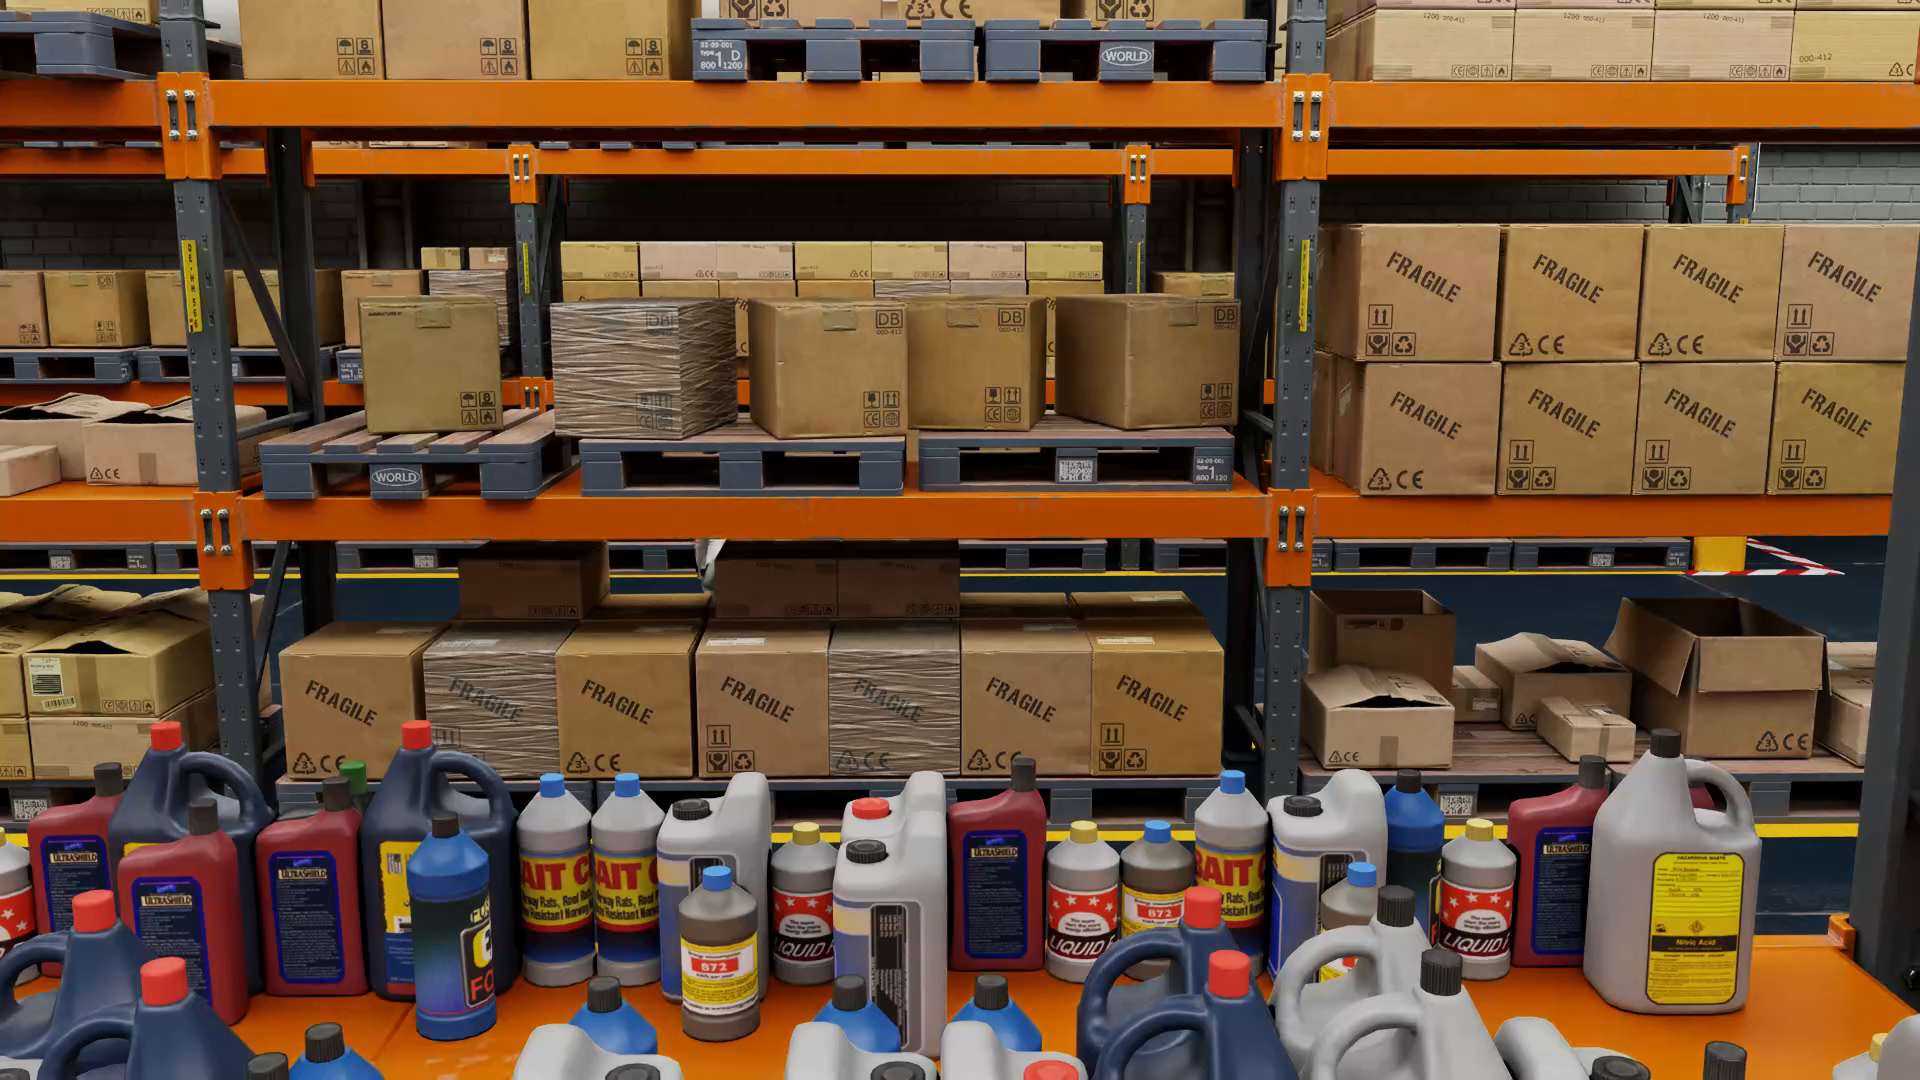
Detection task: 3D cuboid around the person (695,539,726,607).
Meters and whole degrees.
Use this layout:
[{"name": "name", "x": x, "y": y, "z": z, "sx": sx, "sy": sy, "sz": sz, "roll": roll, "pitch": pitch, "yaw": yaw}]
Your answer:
[{"name": "person", "x": -1.227, "y": 0.124, "z": 9.140, "sx": 0.489, "sy": 0.981, "sz": 0.845, "roll": 0, "pitch": 10, "yaw": -1}]
